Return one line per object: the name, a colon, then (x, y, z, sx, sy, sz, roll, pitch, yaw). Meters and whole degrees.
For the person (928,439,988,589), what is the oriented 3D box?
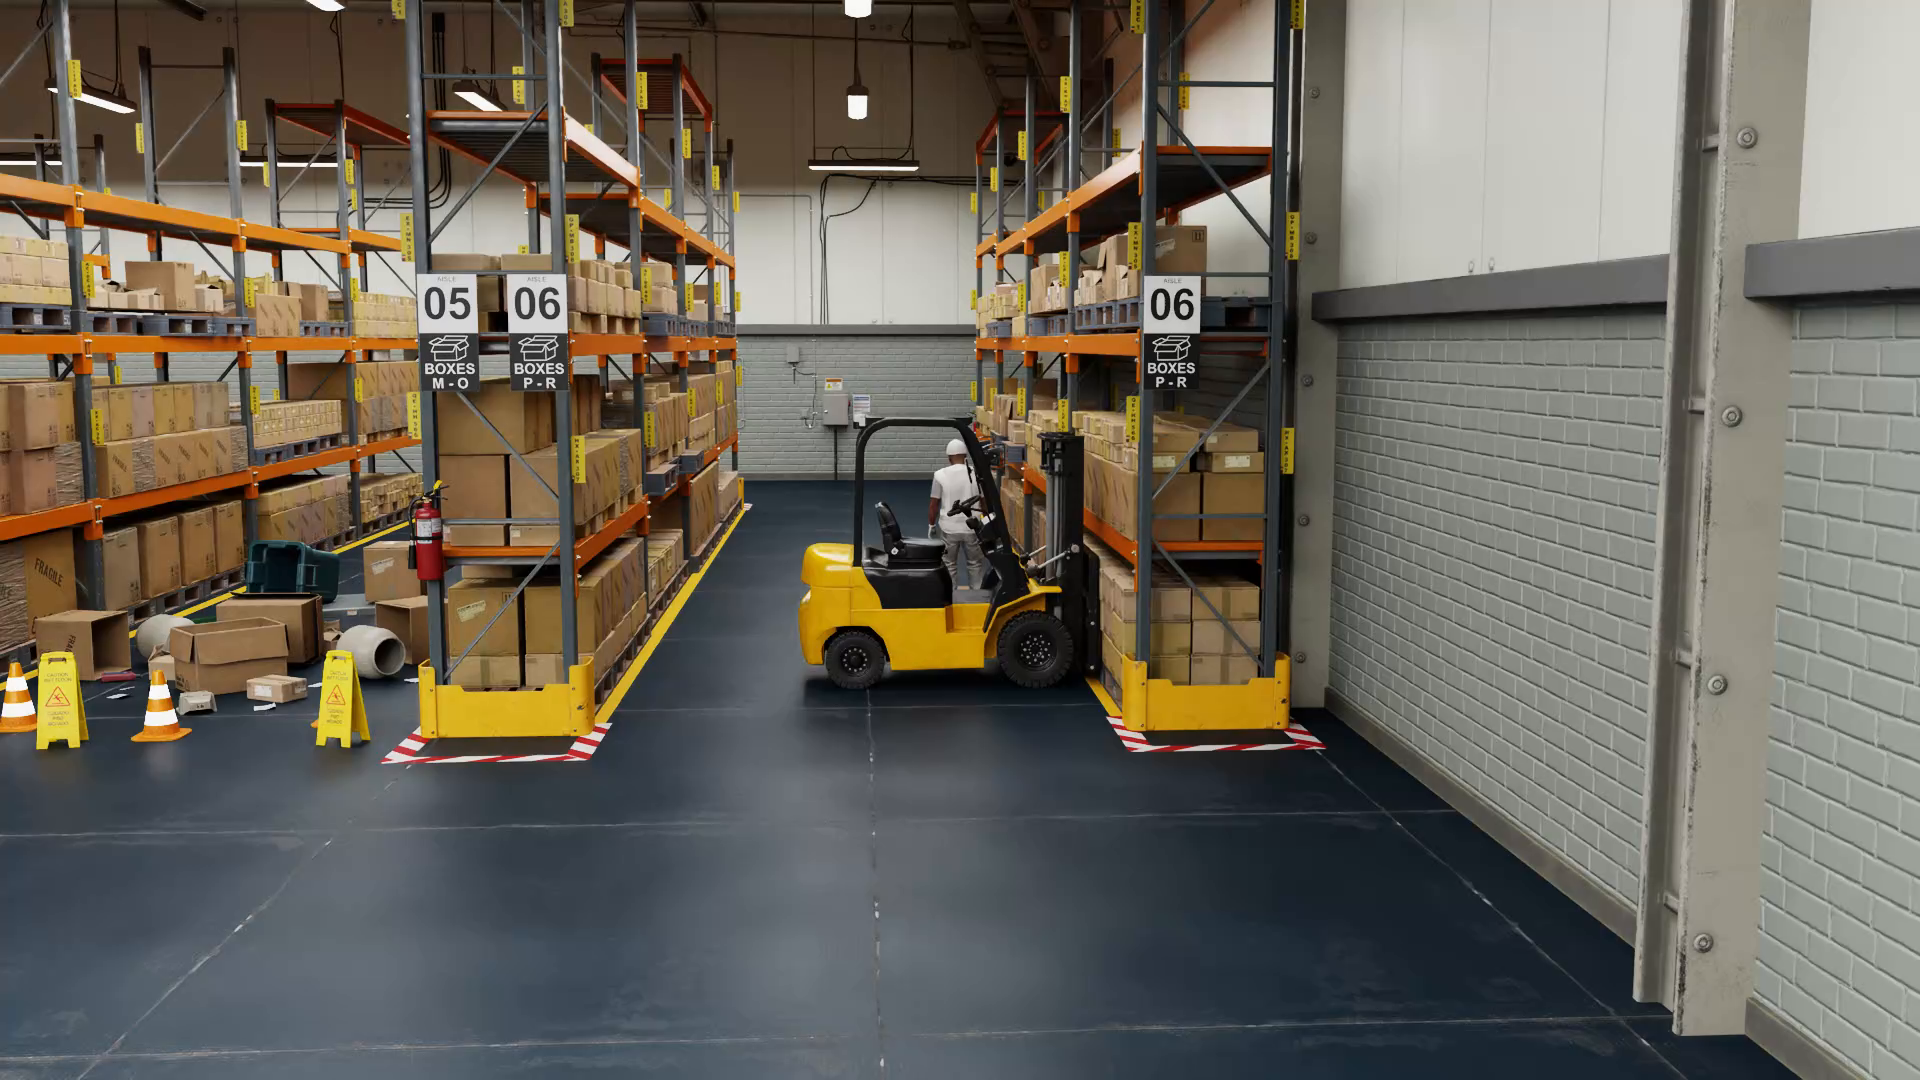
person: (-0.003, -0.116, 16.664, 0.632, 1.776, 0.444, -1, 7, -6)
